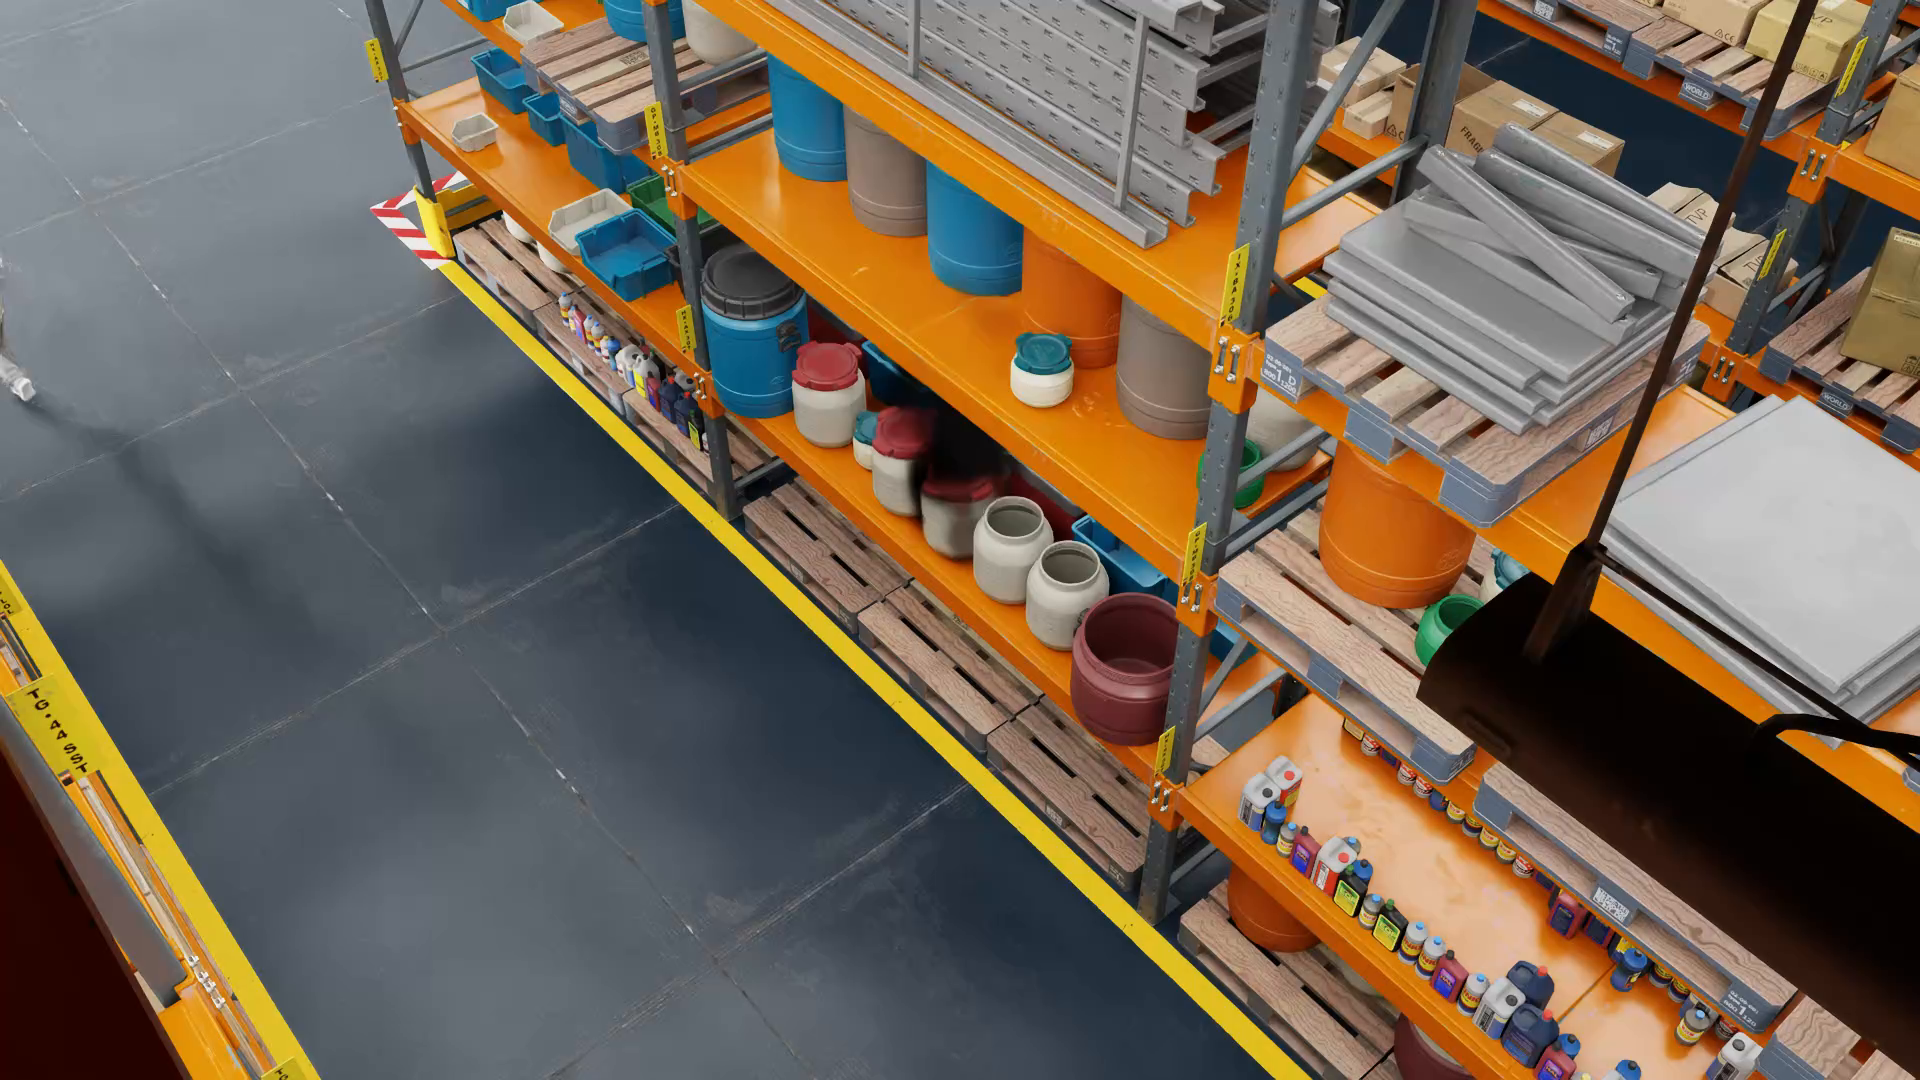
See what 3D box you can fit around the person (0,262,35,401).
[{"bbox_3d":[-6.711,-1.541,11.398,0.578,1.542,0.581,24,51,21],"label":"person"}]
